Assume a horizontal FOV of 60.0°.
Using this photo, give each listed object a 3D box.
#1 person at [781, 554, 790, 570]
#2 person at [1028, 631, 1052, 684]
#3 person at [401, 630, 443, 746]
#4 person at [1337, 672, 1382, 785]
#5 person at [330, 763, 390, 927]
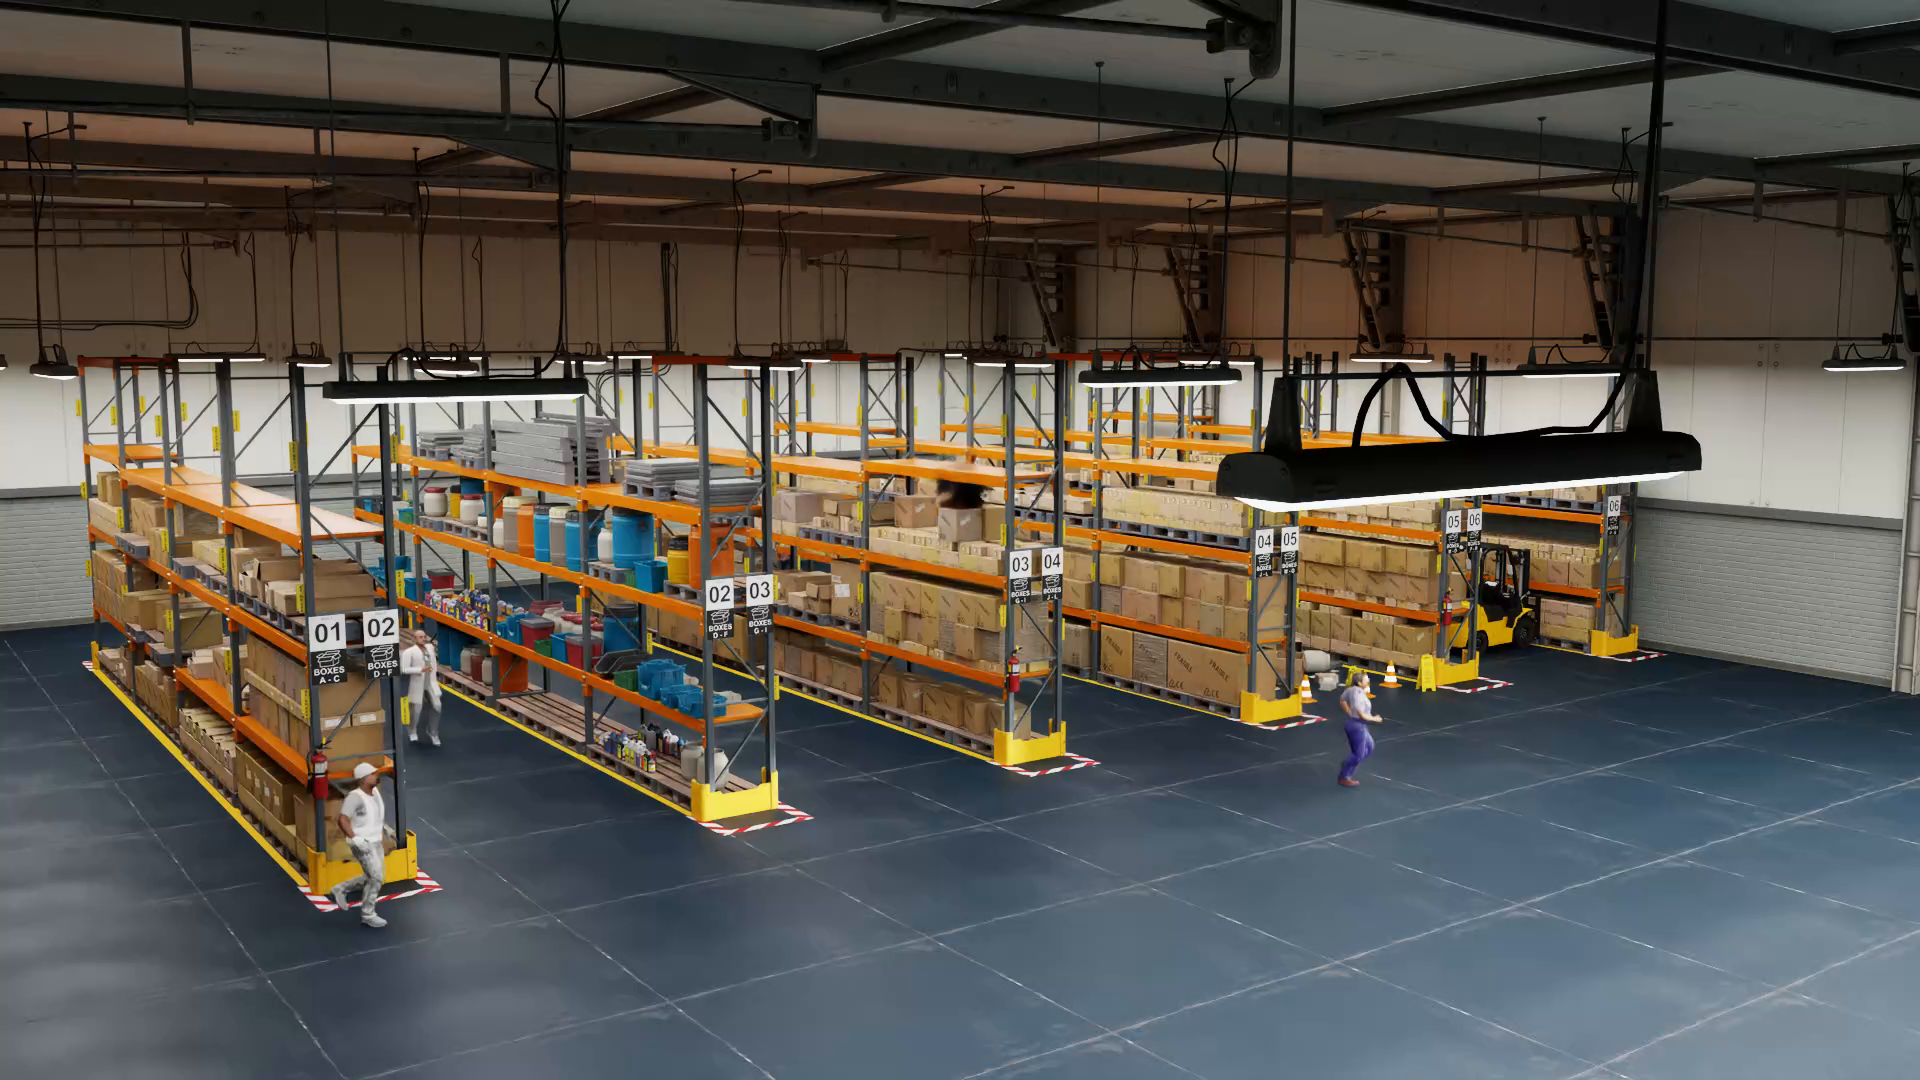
[{"bbox_3d":[-4.381,0.496,41.843,0.525,1.553,0.656,6,9,42],"label":"person"},{"bbox_3d":[1.329,1.730,29.274,0.540,1.672,0.719,6,9,38],"label":"person"},{"bbox_3d":[-8.389,2.319,25.922,0.839,1.857,0.708,7,10,44],"label":"person"},{"bbox_3d":[5.671,2.676,23.607,0.600,1.604,0.628,1,7,5],"label":"person"},{"bbox_3d":[-6.525,3.295,18.138,0.688,1.731,0.734,1,7,5],"label":"person"}]
